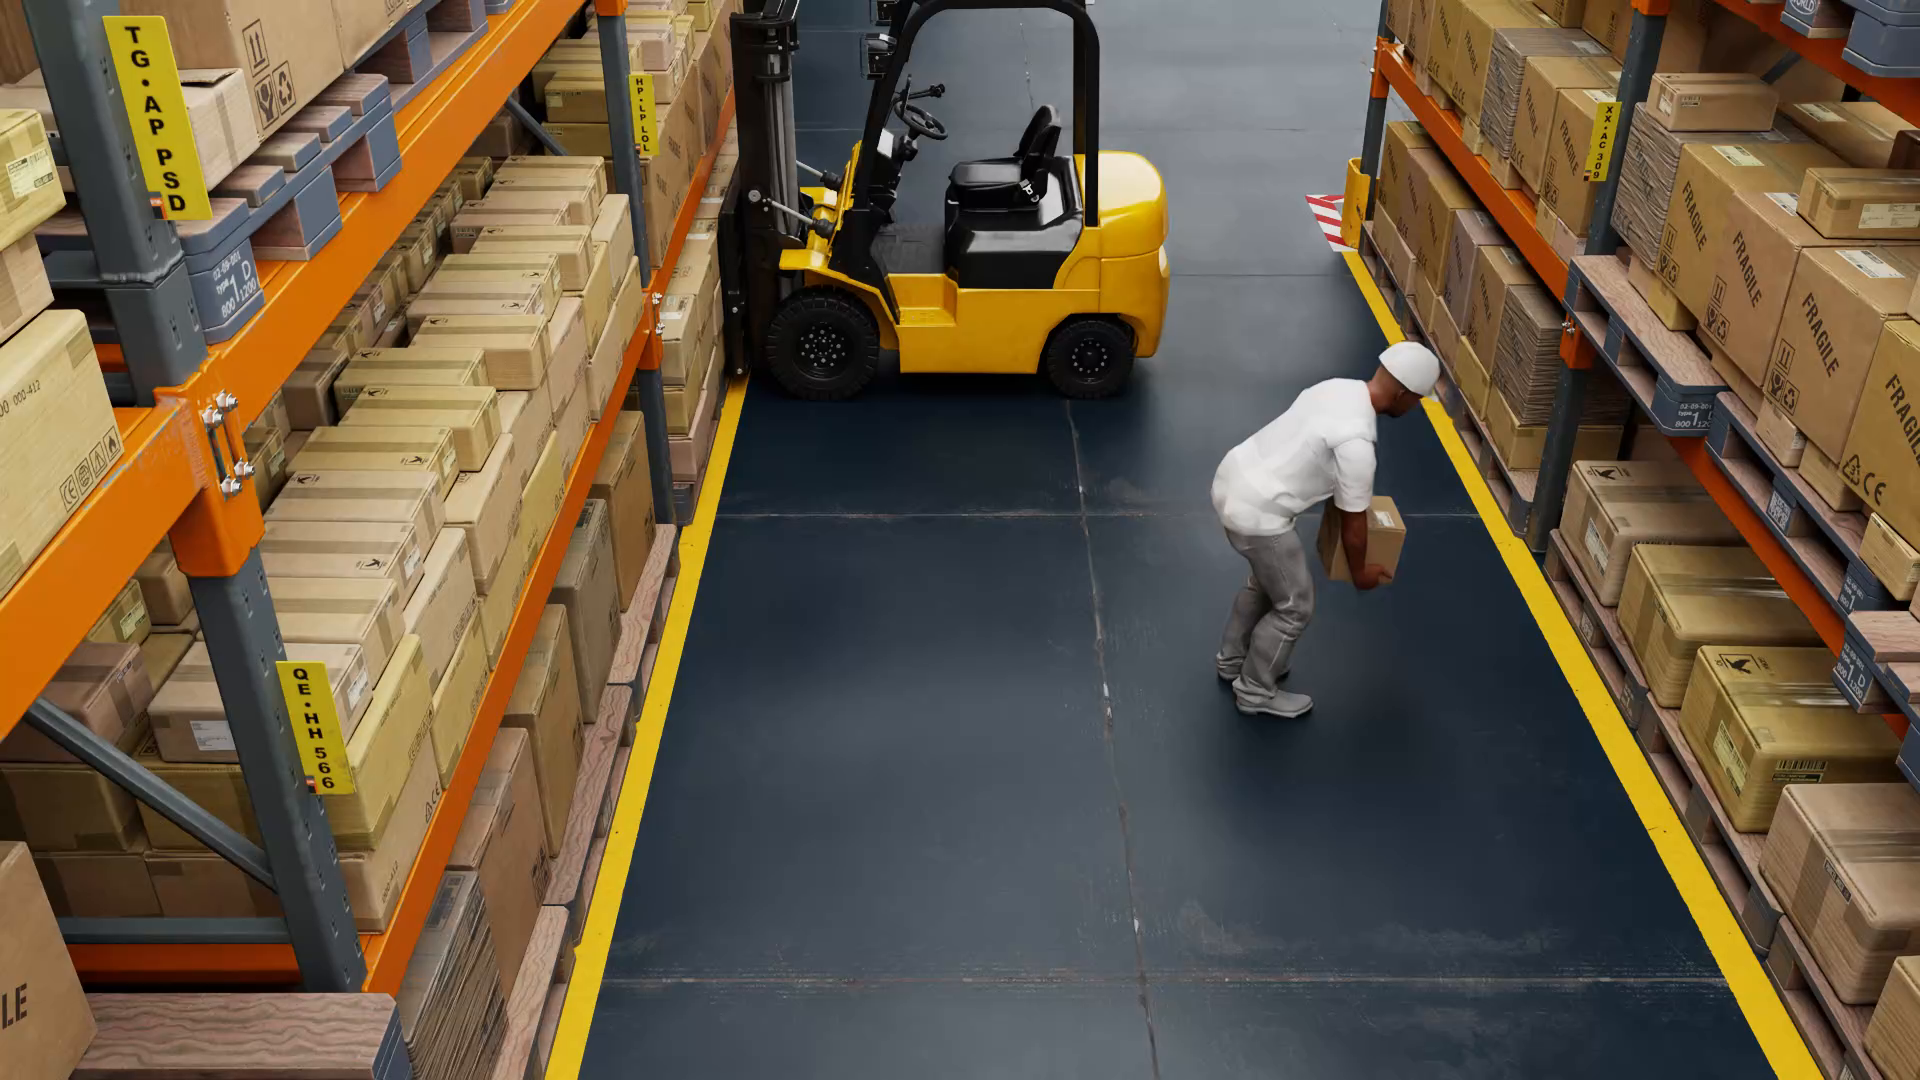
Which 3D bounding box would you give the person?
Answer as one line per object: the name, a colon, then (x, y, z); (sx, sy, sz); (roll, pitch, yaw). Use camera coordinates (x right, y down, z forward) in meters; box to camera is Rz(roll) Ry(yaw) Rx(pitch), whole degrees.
person: (1.365, -0.050, 6.405); (0.802, 1.543, 0.488); (-1, 31, -1)
